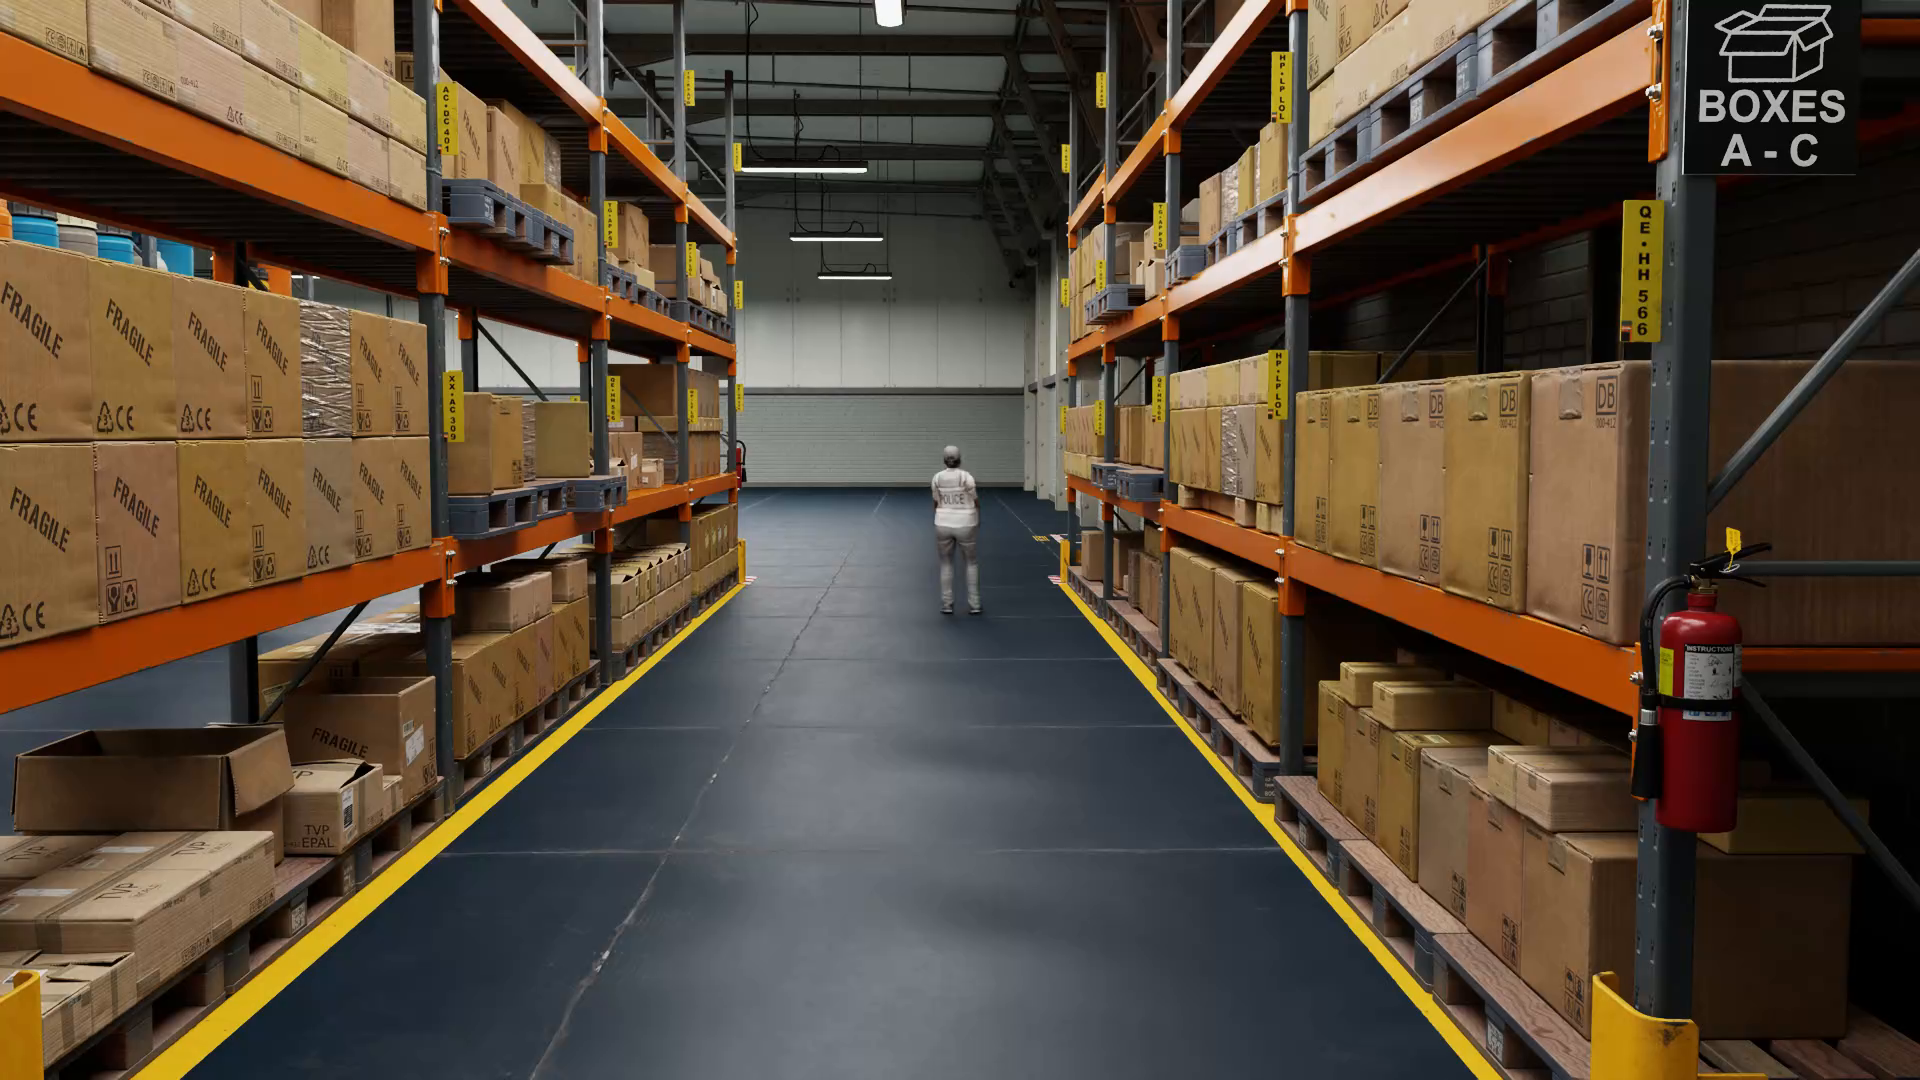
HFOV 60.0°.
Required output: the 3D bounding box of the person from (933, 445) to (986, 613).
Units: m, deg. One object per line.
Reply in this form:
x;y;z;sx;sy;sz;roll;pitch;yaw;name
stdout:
-0.010;-0.106;16.515;0.486;1.670;0.497;1;4;20;person
